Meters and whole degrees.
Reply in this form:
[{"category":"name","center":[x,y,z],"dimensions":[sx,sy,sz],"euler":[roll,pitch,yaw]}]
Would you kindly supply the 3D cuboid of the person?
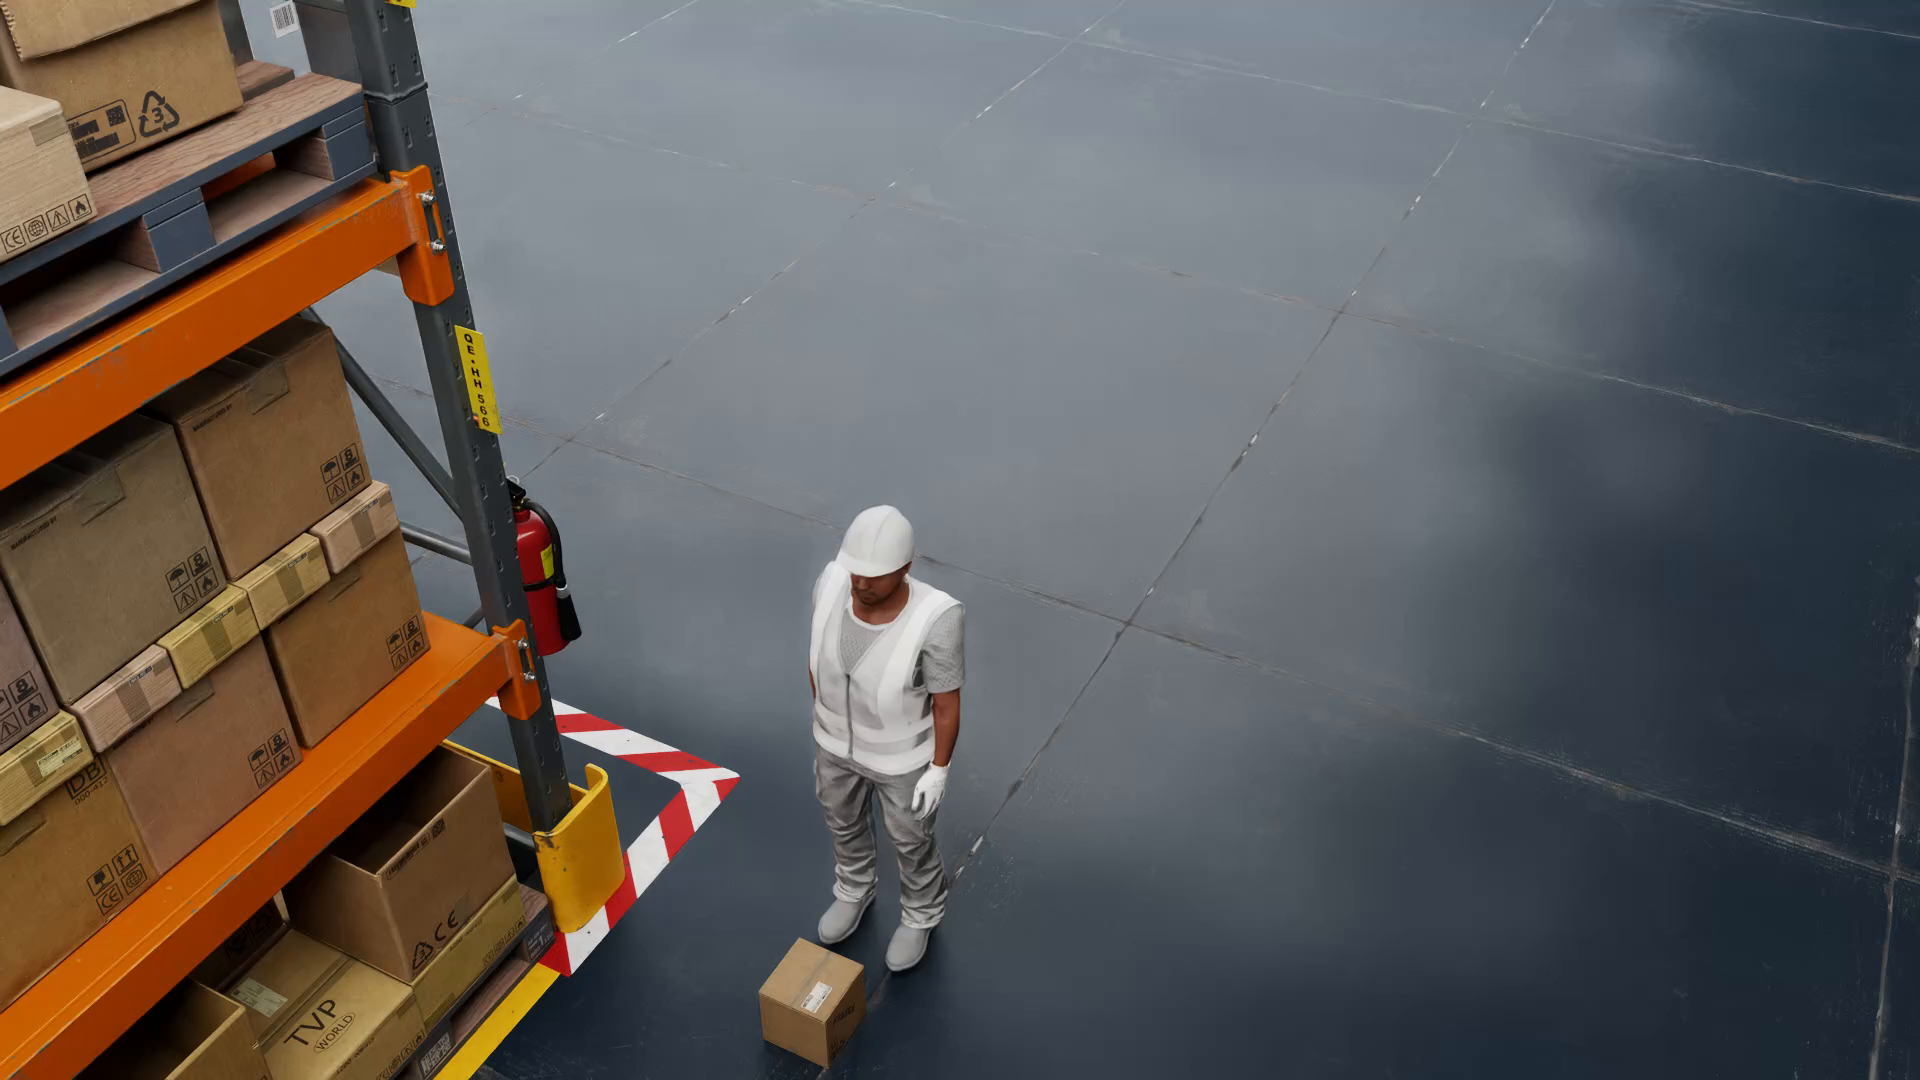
[{"category":"person","center":[-0.253,0.646,5.295],"dimensions":[0.549,1.785,0.381],"euler":[19,41,22]}]
